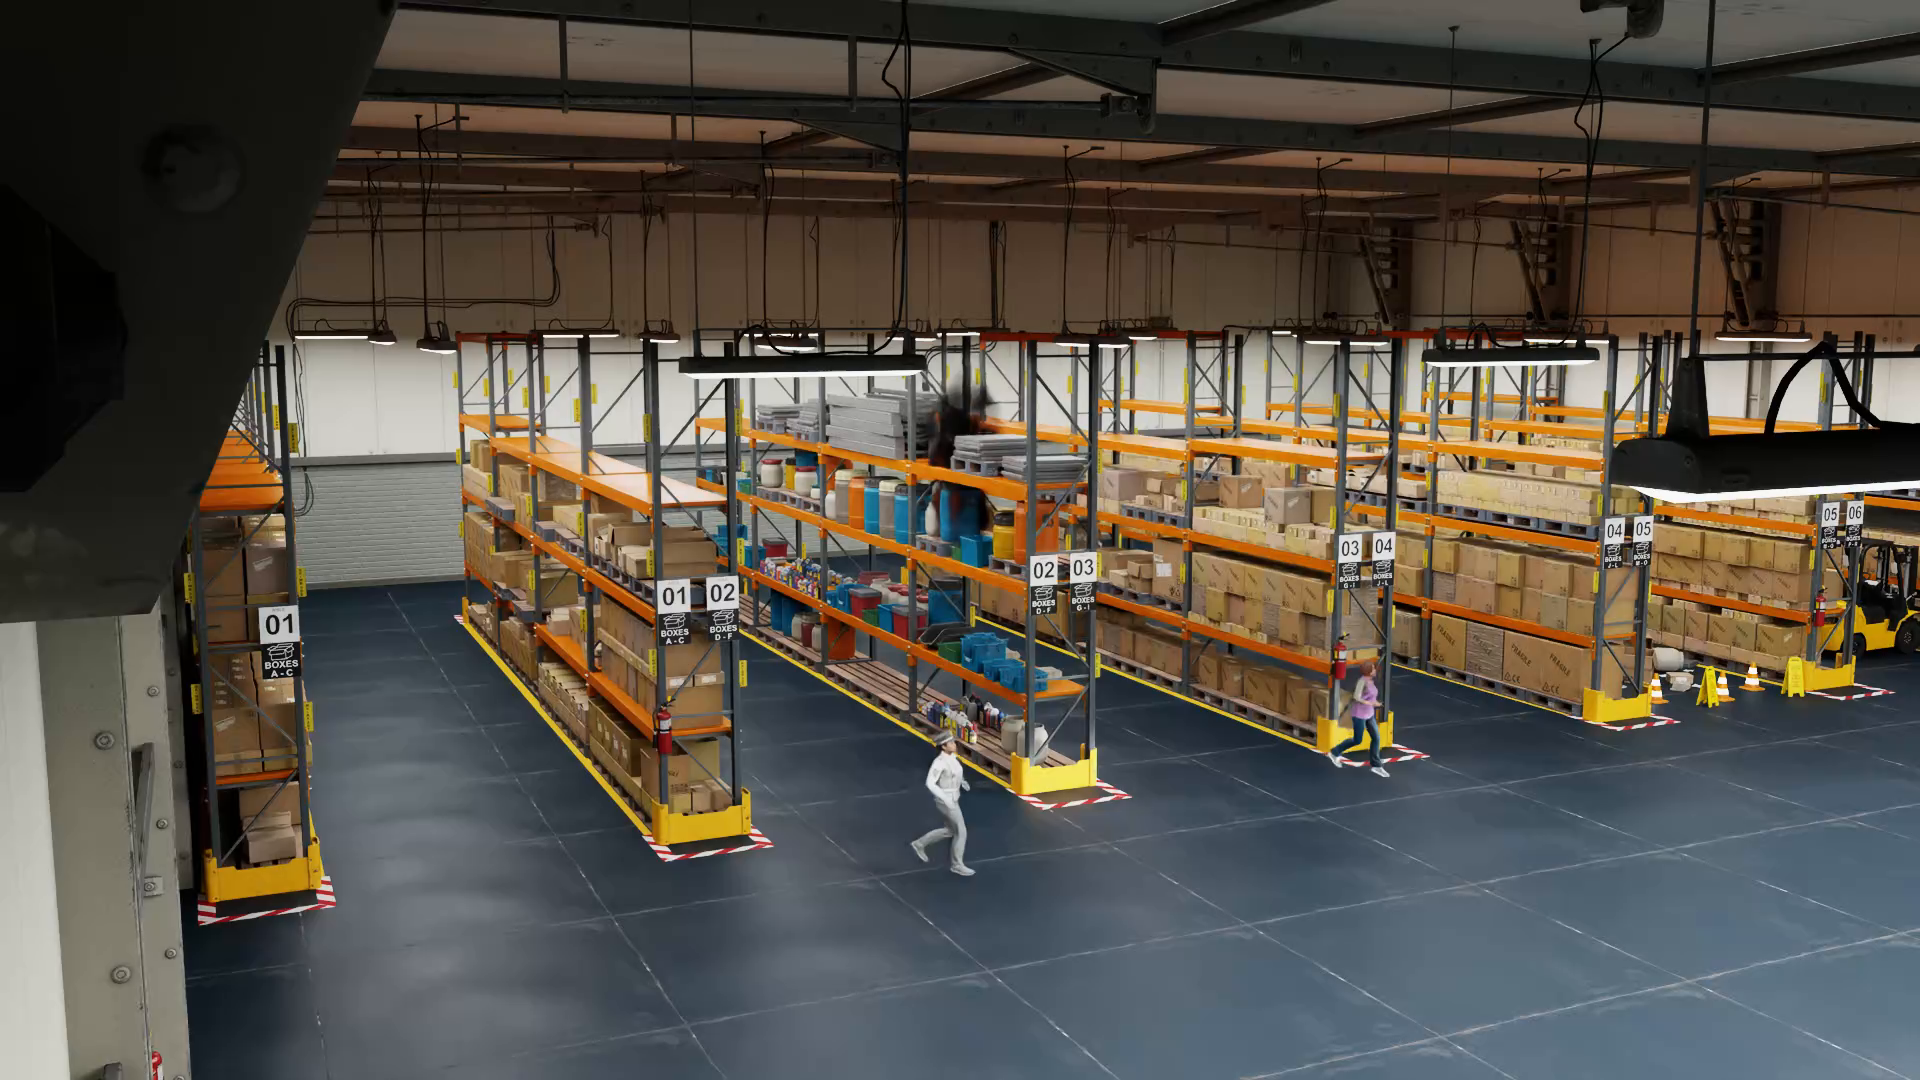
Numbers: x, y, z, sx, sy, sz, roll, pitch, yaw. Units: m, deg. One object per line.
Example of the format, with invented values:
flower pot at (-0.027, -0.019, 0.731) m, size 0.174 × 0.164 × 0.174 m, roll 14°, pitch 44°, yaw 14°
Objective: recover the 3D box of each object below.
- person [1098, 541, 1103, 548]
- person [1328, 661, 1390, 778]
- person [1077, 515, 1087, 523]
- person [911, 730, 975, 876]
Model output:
person at (2.856, 0.627, 35.909) m, size 0.697 × 1.753 × 0.672 m, roll -5°, pitch 9°, yaw -32°
person at (5.560, 2.448, 23.018) m, size 0.881 × 1.590 × 0.559 m, roll 5°, pitch 9°, yaw 35°
person at (2.994, -0.112, 41.461) m, size 0.937 × 1.725 × 0.703 m, roll -5°, pitch 9°, yaw -34°
person at (-0.194, 2.972, 18.922) m, size 0.746 × 1.695 × 0.612 m, roll 1°, pitch 8°, yaw 10°
